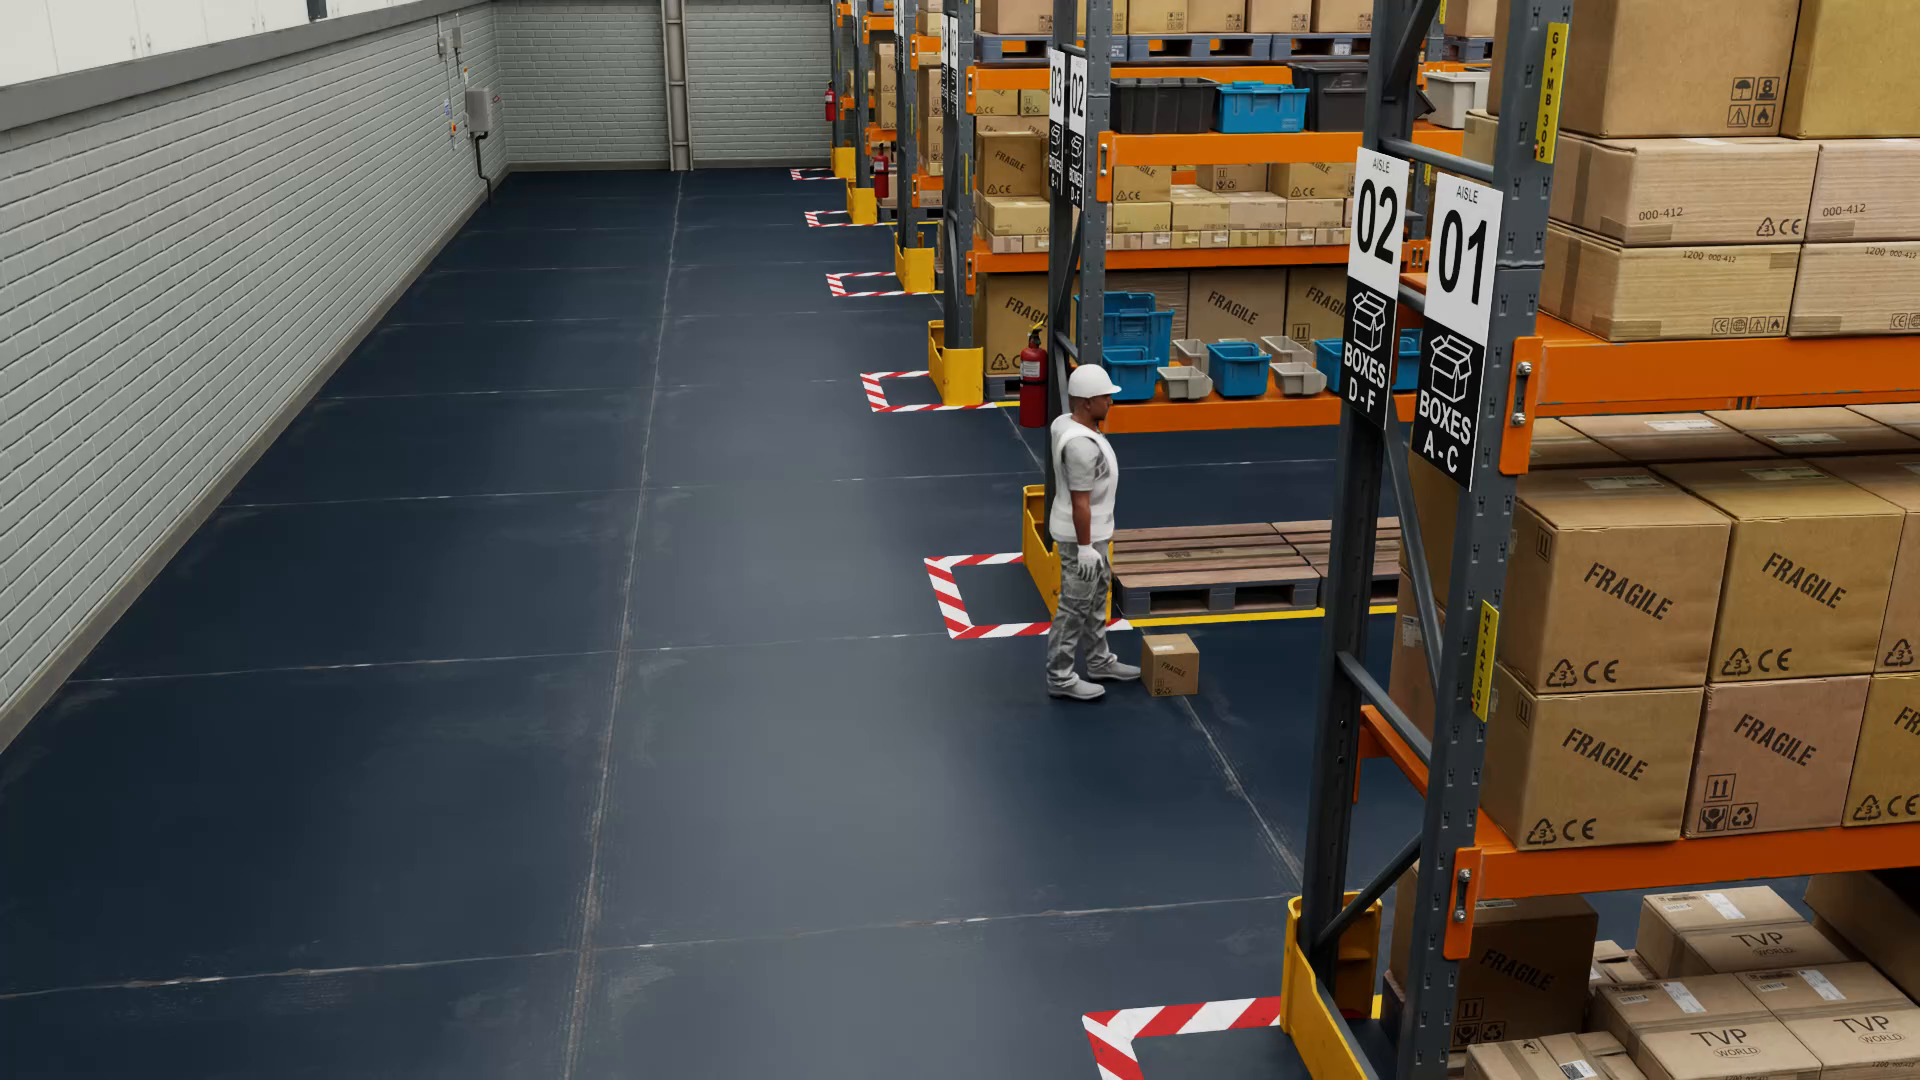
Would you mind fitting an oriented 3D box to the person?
[{"bbox_3d":[0.727,-0.031,8.607,0.547,1.787,0.598,0,20,0],"label":"person"}]
